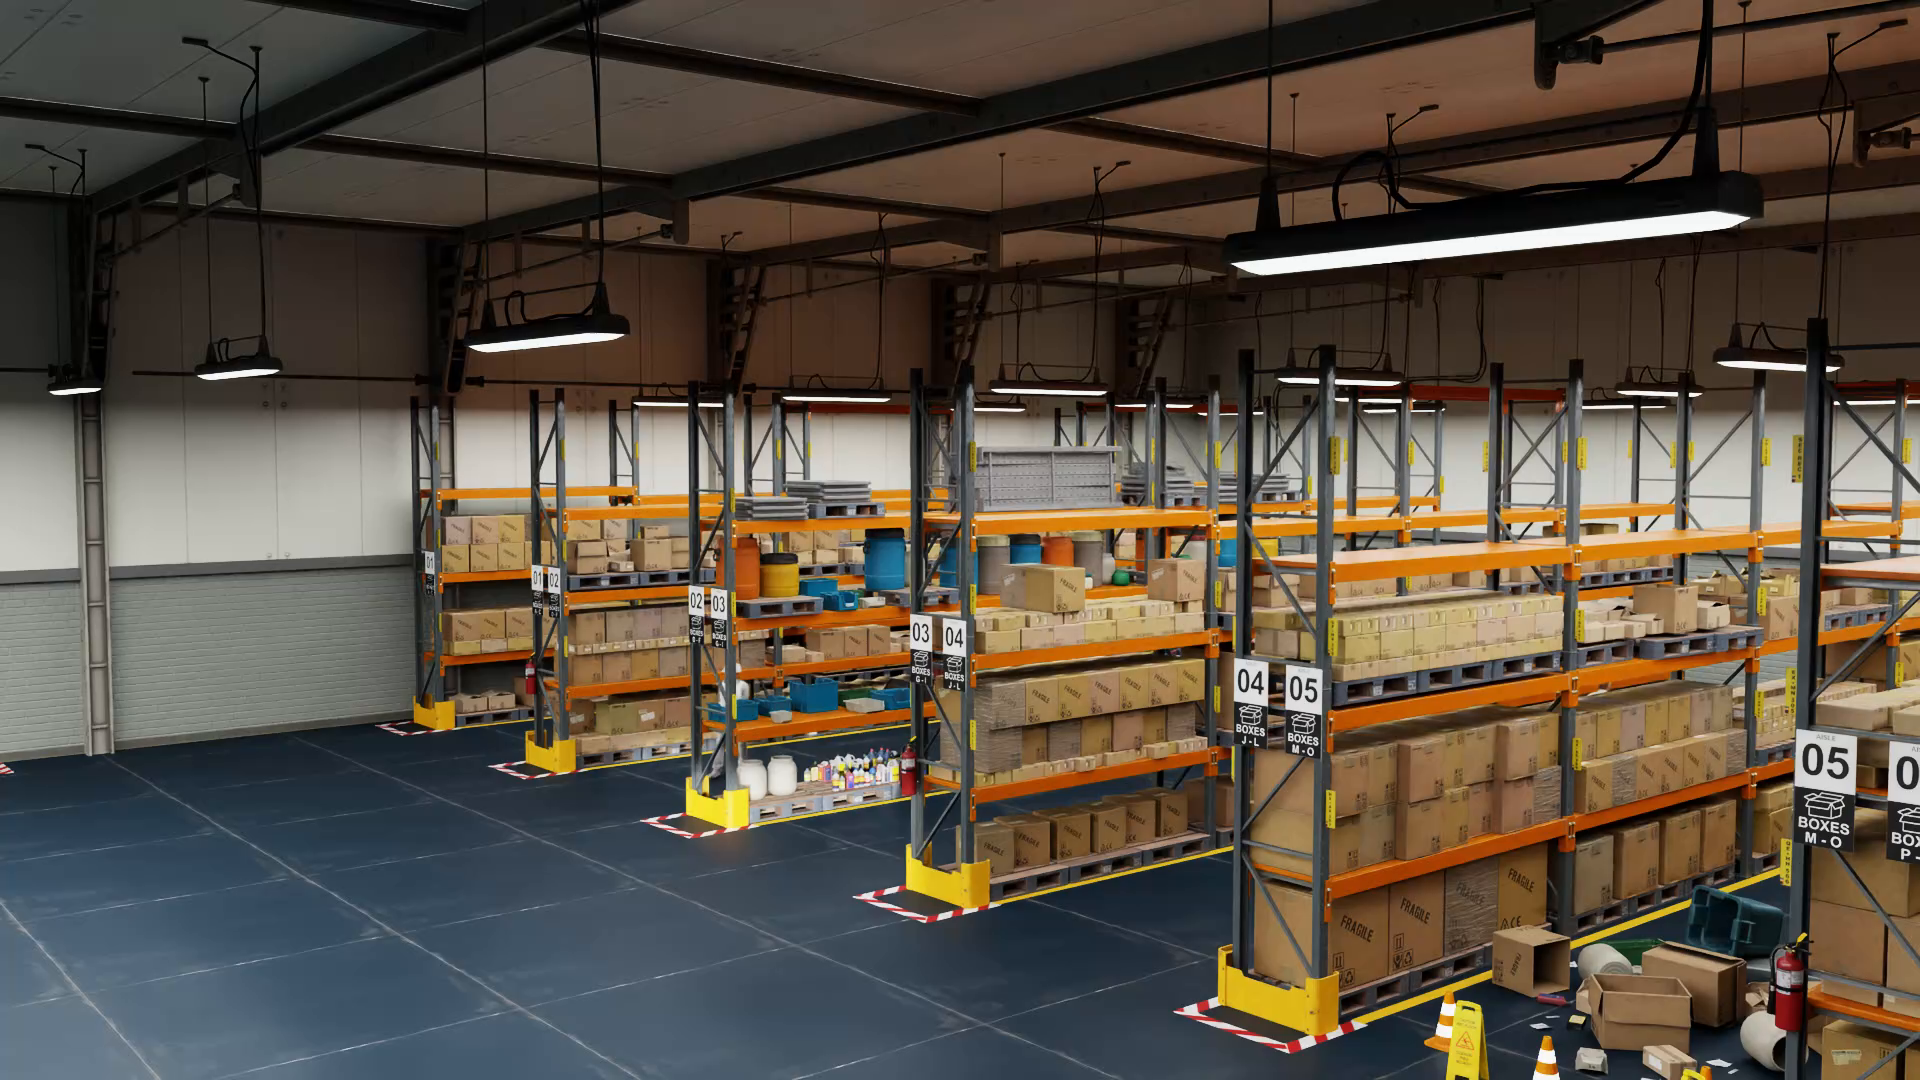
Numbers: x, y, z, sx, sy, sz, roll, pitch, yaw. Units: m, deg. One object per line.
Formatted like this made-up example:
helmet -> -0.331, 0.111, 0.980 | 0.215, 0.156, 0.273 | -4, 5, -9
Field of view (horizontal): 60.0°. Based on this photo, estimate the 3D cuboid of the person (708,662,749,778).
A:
person -> -3.535, 2.758, 25.700 | 0.569, 1.737, 0.870 | 0, 3, 8

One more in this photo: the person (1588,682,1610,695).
person -> 9.321, 2.855, 24.162 | 0.598, 1.777, 0.628 | -2, 4, -28
